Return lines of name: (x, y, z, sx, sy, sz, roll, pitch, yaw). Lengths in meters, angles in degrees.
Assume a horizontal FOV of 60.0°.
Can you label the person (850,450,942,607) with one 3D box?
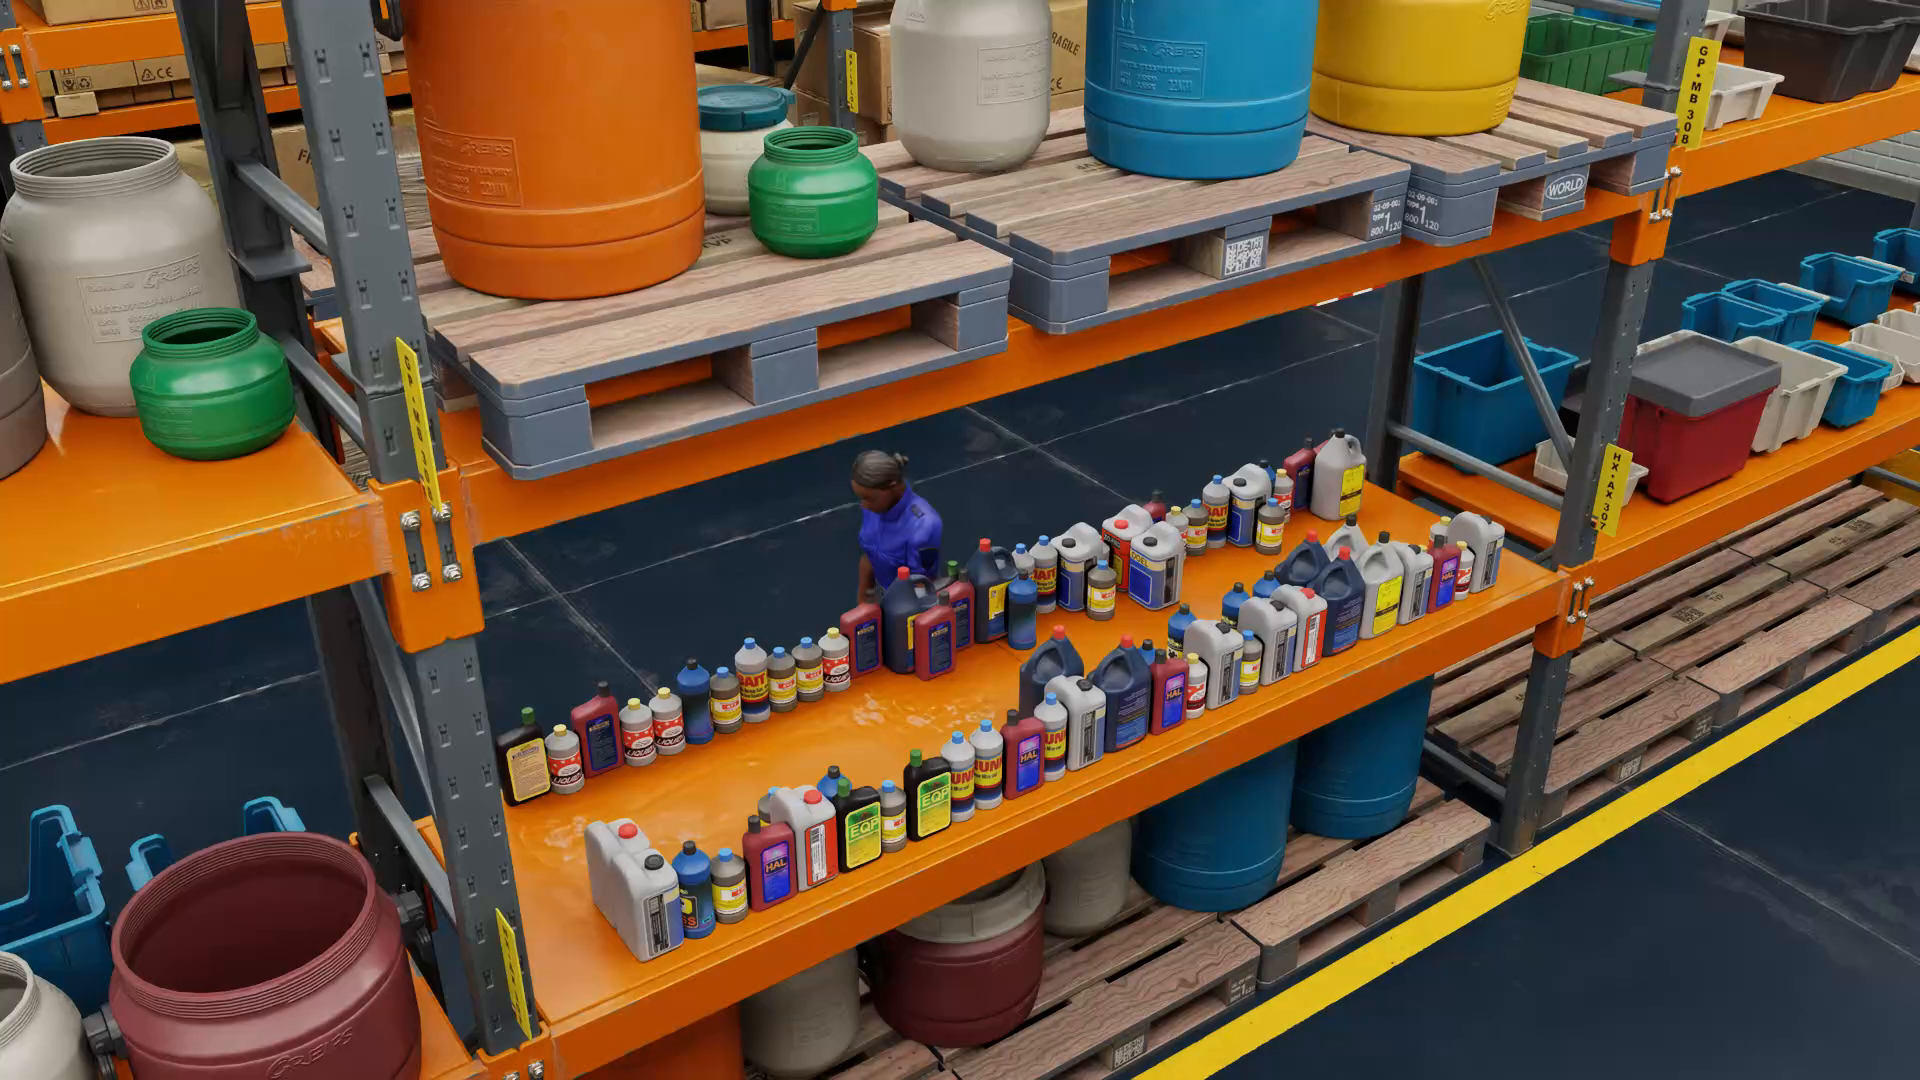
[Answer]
person: (-0.234, 0.337, 6.603, 0.411, 1.588, 0.455, -18, 34, -30)
